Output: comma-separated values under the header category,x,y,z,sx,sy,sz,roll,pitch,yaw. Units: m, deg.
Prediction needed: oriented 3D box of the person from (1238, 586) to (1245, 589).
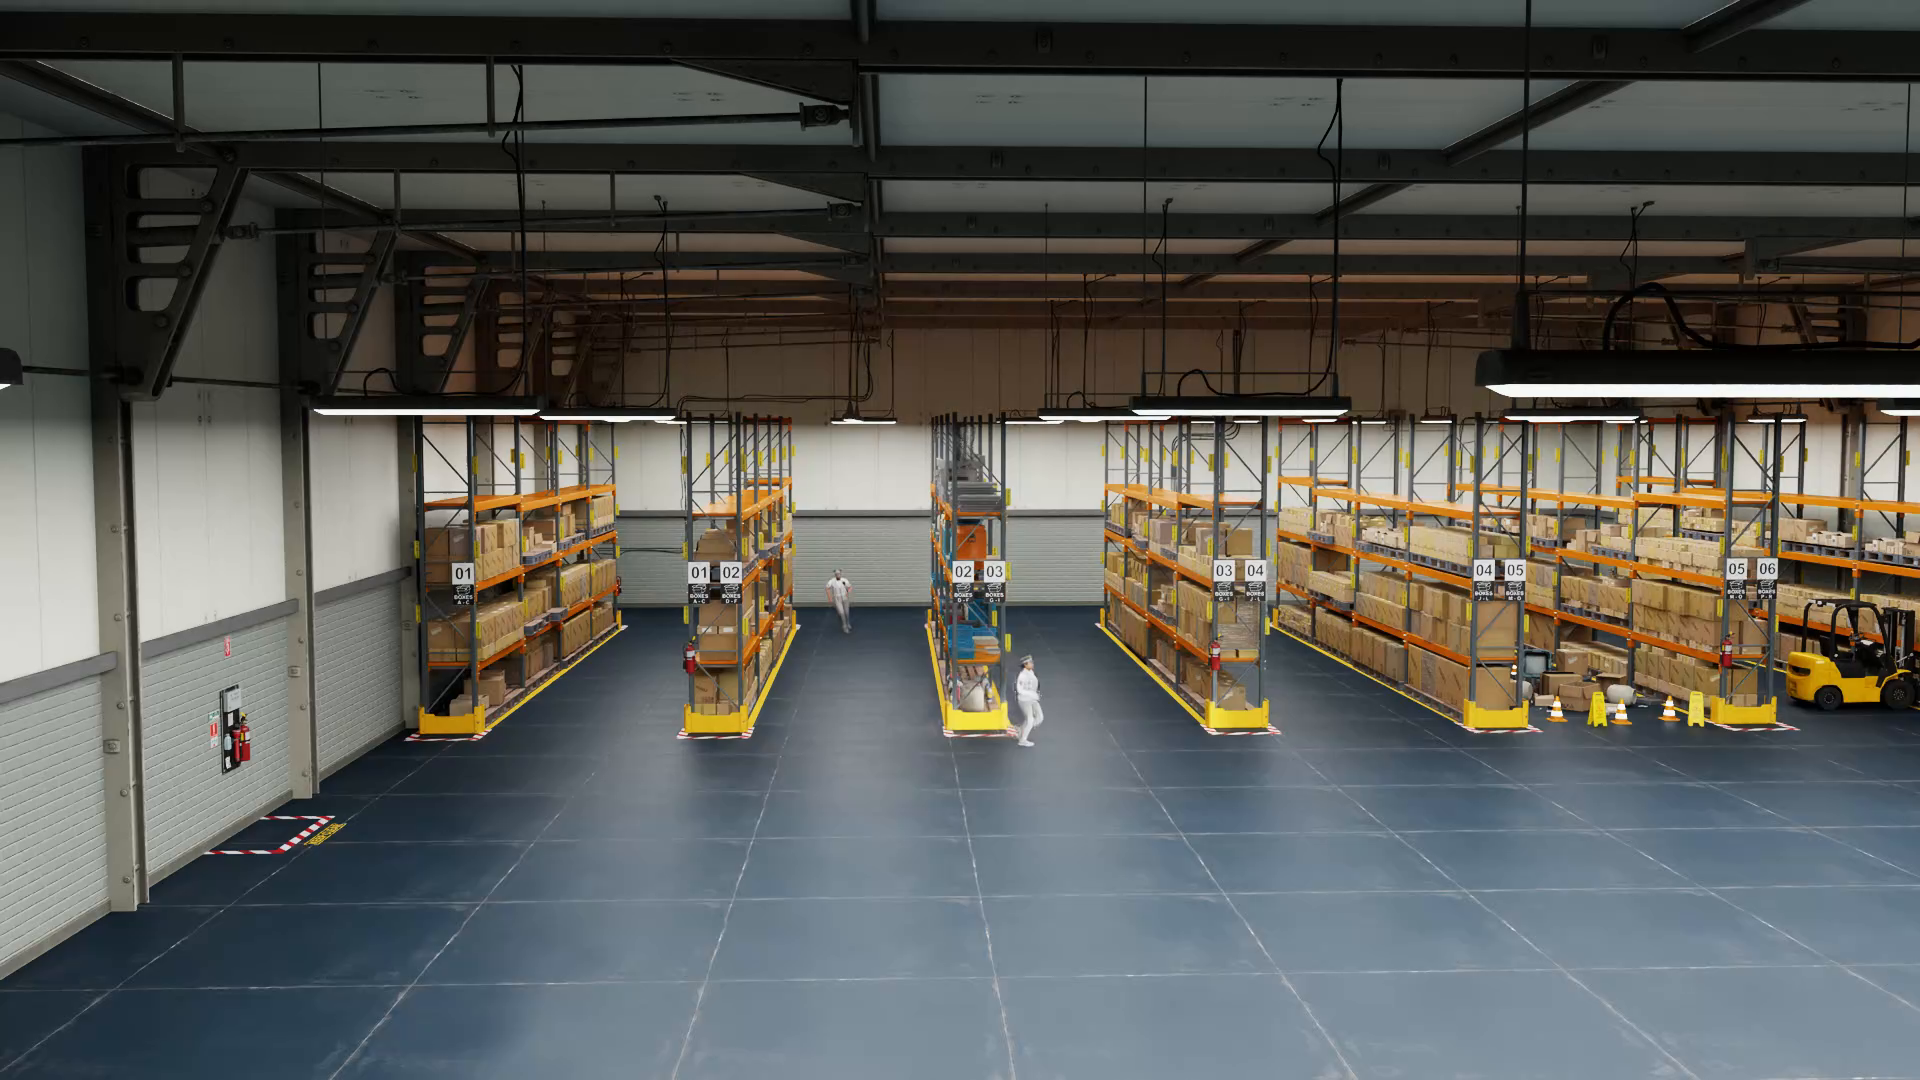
category,x,y,z,sx,sy,sz,roll,pitch,yaw
person,7.881,1.613,47.816,0.684,1.748,0.548,3,5,36

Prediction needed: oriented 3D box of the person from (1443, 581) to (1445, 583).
category,x,y,z,sx,sy,sz,roll,pitch,yaw
person,14.405,1.584,49.052,0.662,1.592,0.506,-1,4,-13

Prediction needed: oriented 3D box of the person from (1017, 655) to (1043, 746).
category,x,y,z,sx,sy,sz,roll,pitch,yaw
person,1.254,2.867,29.743,0.514,1.653,0.591,2,4,29

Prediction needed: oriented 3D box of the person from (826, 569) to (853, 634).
category,x,y,z,sx,sy,sz,roll,pitch,yaw
person,-3.324,1.688,46.407,0.743,1.782,0.935,-1,4,-16
